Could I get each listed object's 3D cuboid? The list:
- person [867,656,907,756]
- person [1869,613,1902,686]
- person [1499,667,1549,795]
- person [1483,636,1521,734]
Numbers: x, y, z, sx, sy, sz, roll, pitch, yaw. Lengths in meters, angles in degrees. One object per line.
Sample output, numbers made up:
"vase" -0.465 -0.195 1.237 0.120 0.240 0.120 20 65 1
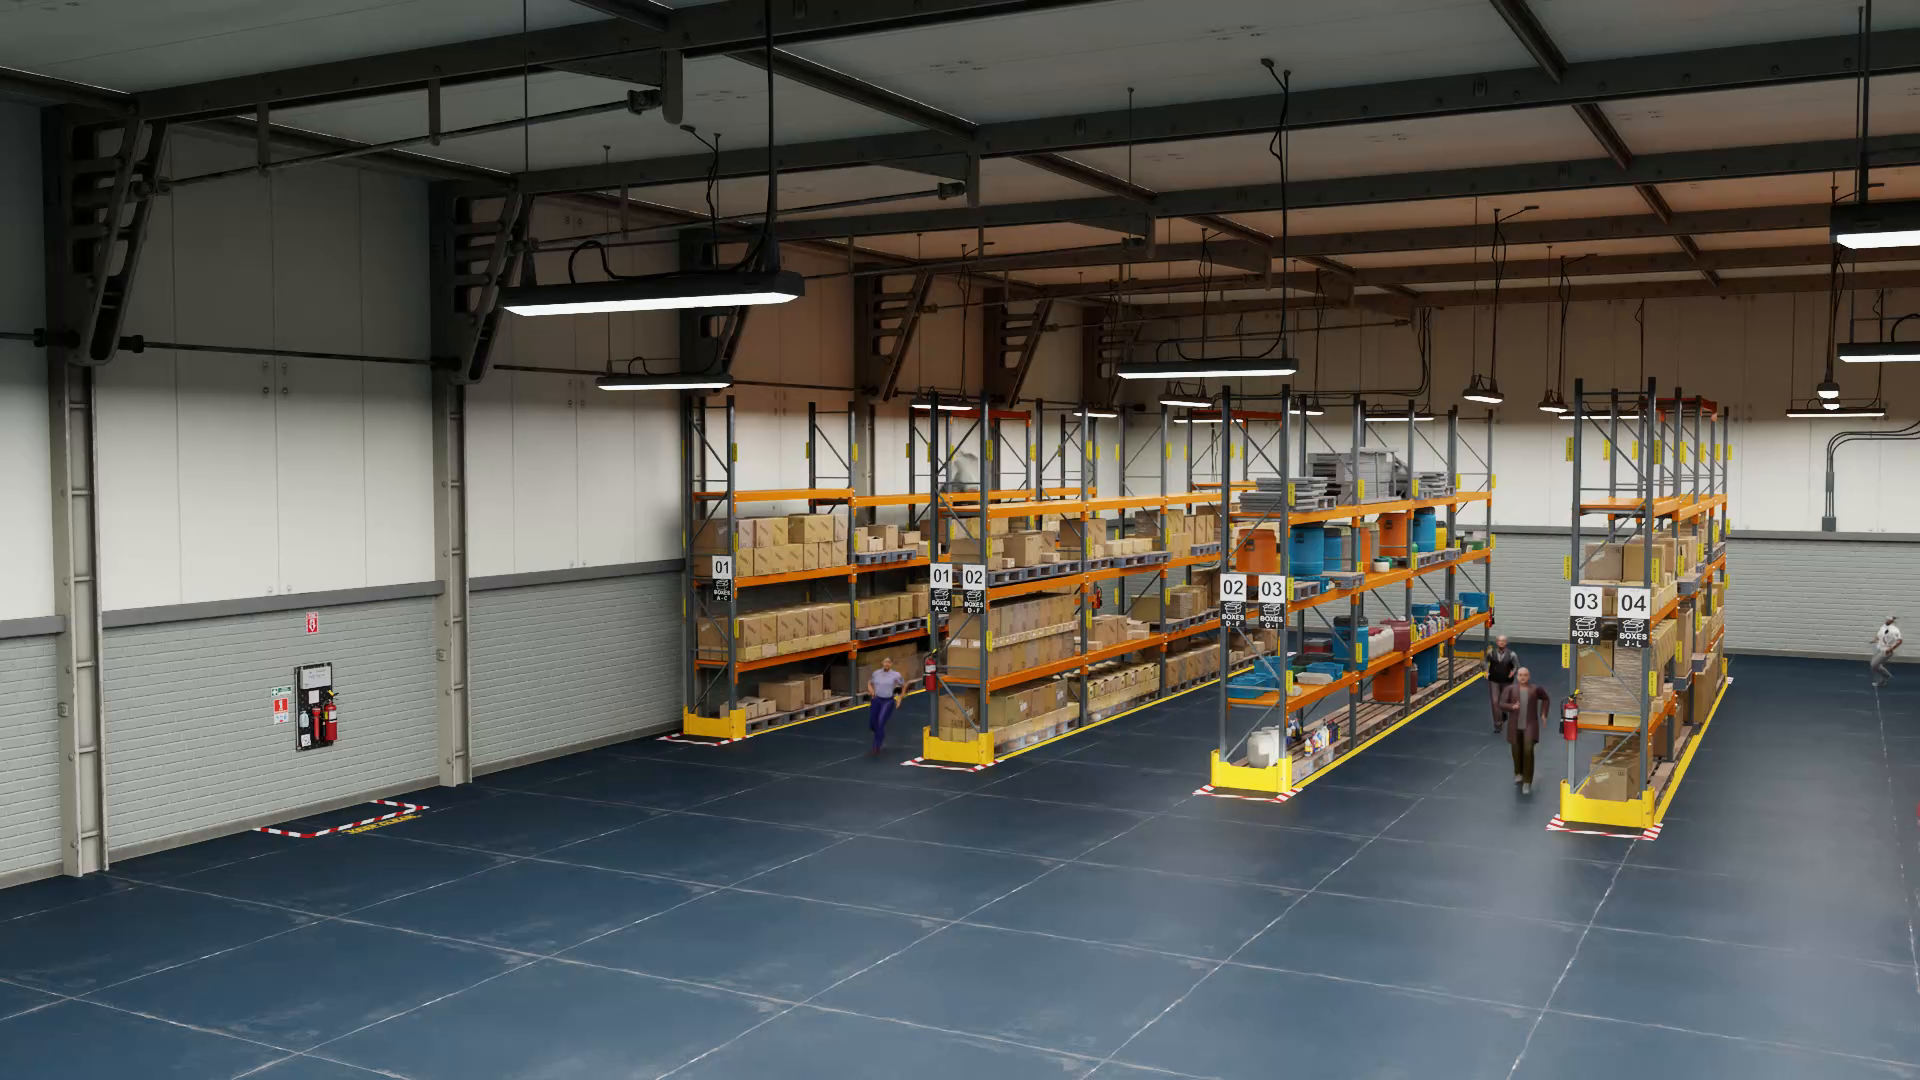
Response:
"person" -1.247 2.744 27.779 0.661 1.619 0.816 1 3 17
"person" 19.688 2.347 35.461 0.462 1.604 0.668 0 3 -4
"person" 8.361 2.810 24.690 0.677 1.846 0.865 1 3 26
"person" 9.750 2.582 29.968 0.662 1.721 0.880 1 3 21
